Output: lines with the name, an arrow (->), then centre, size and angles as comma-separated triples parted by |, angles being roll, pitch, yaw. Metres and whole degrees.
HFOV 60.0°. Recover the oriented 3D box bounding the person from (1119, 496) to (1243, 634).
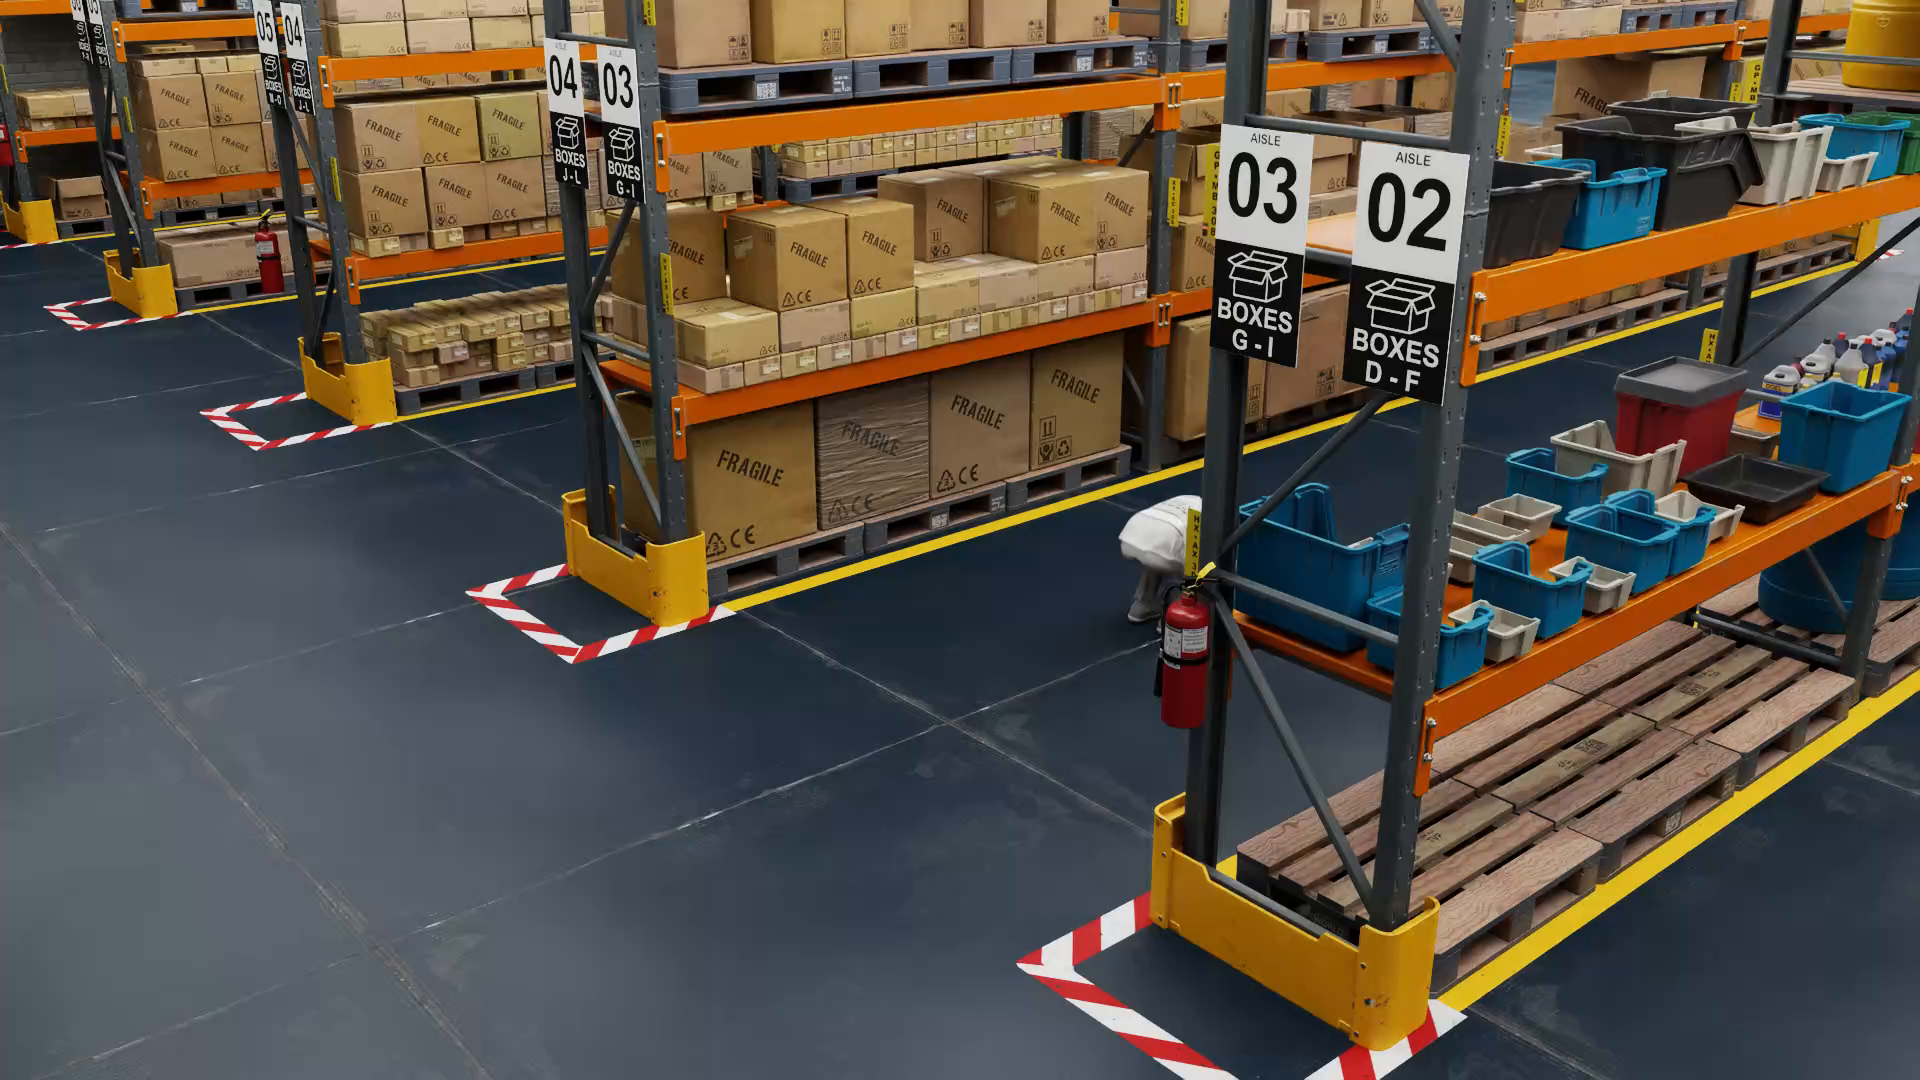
person -> 1.294, 0.103, 9.615 | 0.915, 0.760, 0.456 | -18, 28, -39
